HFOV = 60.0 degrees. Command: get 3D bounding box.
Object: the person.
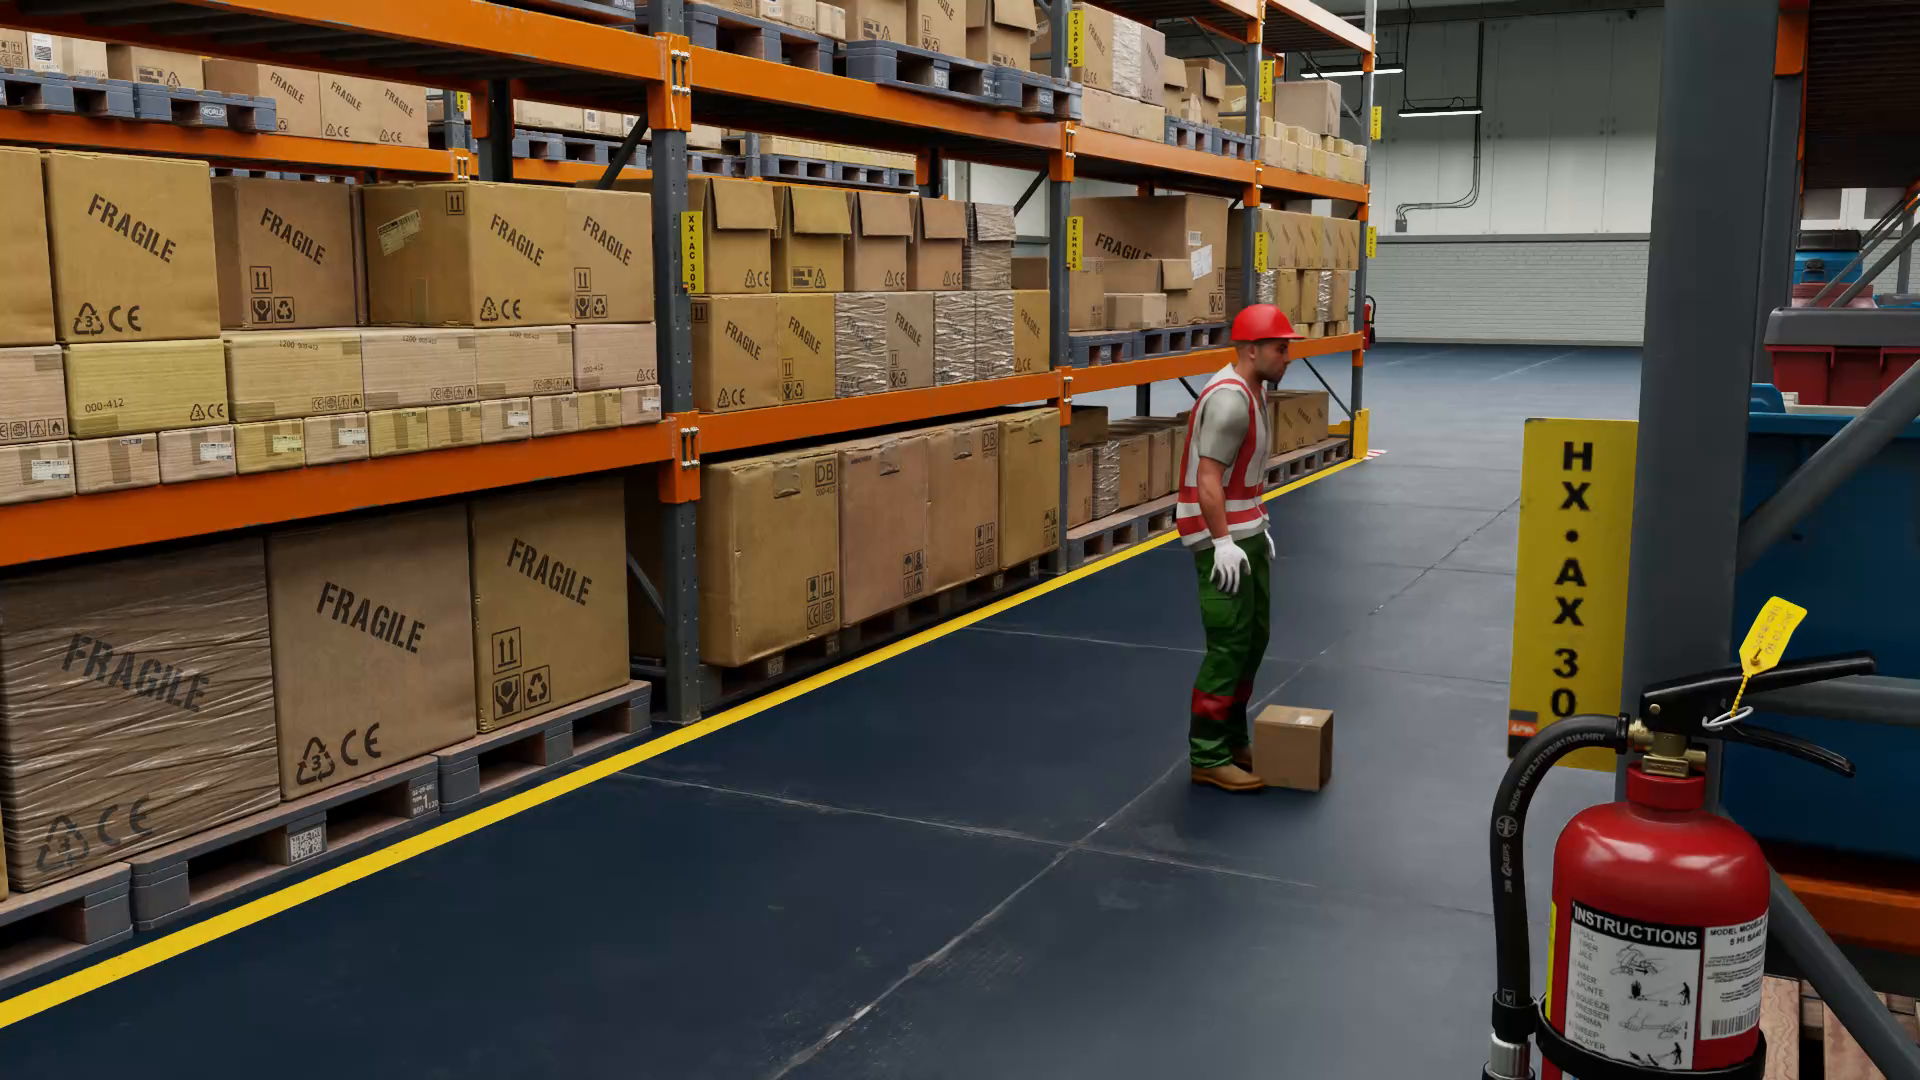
[{"bbox_3d":[1.047,0.013,6.238,0.449,1.778,0.595,4,10,24],"label":"person"}]
